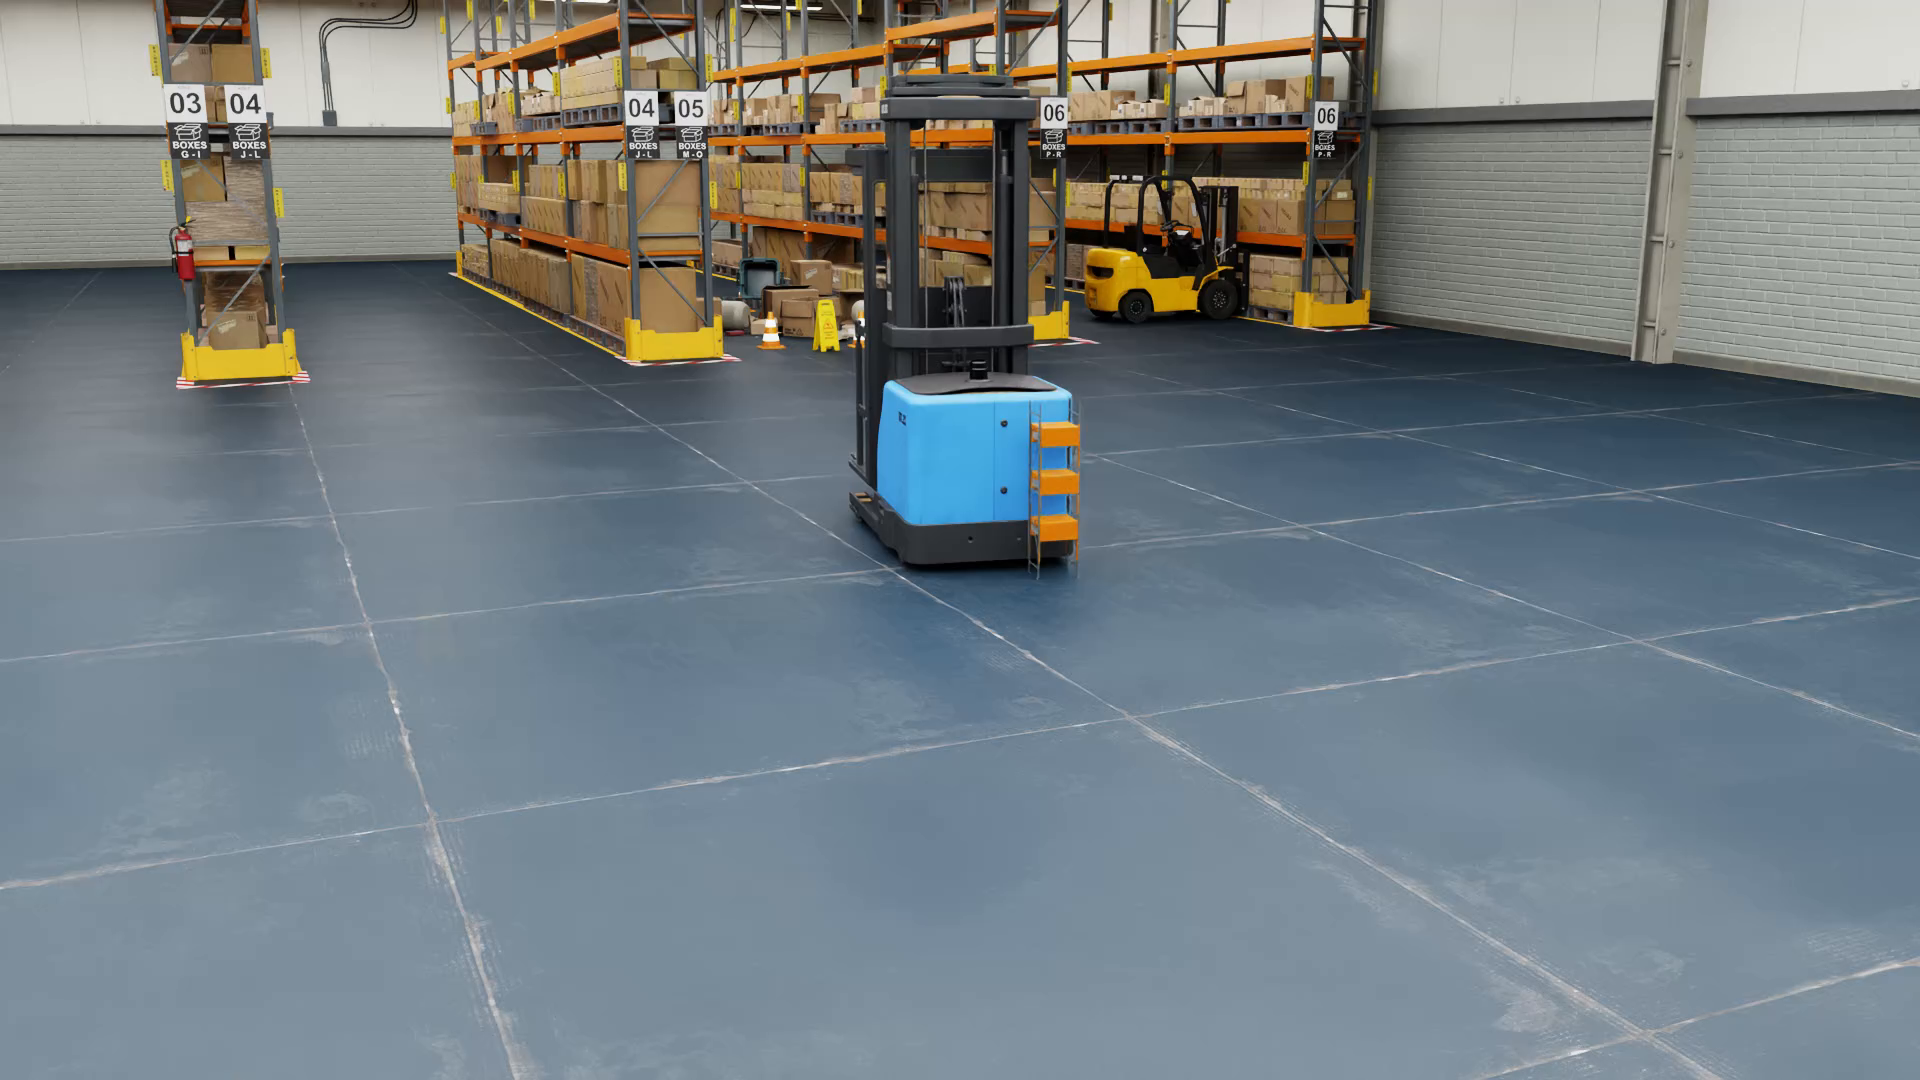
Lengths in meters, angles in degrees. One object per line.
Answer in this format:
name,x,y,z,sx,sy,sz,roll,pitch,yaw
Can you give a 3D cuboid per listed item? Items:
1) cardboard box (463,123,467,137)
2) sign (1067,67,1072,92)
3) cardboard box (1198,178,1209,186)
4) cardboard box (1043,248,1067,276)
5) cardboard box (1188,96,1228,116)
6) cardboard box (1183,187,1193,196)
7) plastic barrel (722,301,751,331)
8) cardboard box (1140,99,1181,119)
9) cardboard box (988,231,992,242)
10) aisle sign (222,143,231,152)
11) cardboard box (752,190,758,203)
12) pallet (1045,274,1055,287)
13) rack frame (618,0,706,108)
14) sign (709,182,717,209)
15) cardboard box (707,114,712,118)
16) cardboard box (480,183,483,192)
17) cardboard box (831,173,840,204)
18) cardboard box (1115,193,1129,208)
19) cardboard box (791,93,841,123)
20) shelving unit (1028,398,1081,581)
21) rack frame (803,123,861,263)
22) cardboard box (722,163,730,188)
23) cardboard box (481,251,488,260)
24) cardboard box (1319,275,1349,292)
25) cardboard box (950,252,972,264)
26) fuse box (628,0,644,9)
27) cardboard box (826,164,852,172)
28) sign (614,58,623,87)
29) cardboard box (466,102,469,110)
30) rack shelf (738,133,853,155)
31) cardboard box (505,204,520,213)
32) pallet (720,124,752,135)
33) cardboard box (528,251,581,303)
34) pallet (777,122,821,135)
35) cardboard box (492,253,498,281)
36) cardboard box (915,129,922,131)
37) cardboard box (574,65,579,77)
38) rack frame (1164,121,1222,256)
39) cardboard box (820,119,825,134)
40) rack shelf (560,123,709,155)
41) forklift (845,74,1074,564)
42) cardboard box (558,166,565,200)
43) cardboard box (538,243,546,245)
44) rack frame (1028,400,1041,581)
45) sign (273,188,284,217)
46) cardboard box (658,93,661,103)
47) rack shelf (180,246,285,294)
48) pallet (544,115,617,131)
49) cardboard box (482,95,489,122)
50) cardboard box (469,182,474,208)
cardboard box,-9.393,-7.993,32.431,0.500,0.250,0.500,-6,14,-23
sign,1.441,-6.141,22.159,0.100,0.325,0.005,-6,14,-23
cardboard box,4.051,-5.737,26.684,0.380,0.149,0.250,-5,14,-22
cardboard box,1.919,-5.361,31.994,0.500,0.500,0.500,-5,14,-21
cardboard box,3.998,-6.957,26.670,0.500,0.311,0.500,-5,14,-22
cardboard box,3.880,-5.702,27.193,0.380,0.149,0.250,-5,14,-22
plastic barrel,-3.294,-3.212,23.809,0.512,0.421,0.421,4,14,16
cardboard box,3.375,-7.279,28.059,0.500,0.311,0.500,-6,14,-25
cardboard box,0.598,-4.140,22.662,0.380,0.149,0.250,-5,14,-21
aisle sign,-14.299,-7.923,32.687,0.394,0.787,0.004,-6,14,-23
cardboard box,-3.711,-6.633,32.099,0.500,0.250,0.500,-5,14,-22
pallet,2.021,-5.105,32.461,1.003,0.211,1.213,-6,14,-23
rack frame,-3.551,-6.659,19.685,1.000,3.000,0.127,-6,14,-23
sign,-3.040,-4.246,20.466,0.100,0.325,0.005,-6,14,-23
cardboard box,-5.203,-9.067,35.920,0.500,0.250,0.500,-7,15,-28
cardboard box,-8.504,-6.408,30.210,0.380,0.149,0.250,-5,14,-21
cardboard box,-1.859,-5.925,28.007,0.500,0.500,0.500,-5,14,-22
cardboard box,3.045,-5.941,29.109,0.500,0.250,0.500,-5,14,-22
cardboard box,-2.550,-7.638,29.405,0.797,0.503,0.637,-7,15,-26
shelving unit,0.556,-0.300,9.836,0.252,1.050,0.215,-4,14,-15
rack frame,-2.261,-5.857,29.525,1.000,3.000,0.127,-6,14,-23
cardboard box,-4.501,-7.398,33.741,0.500,0.500,0.500,-6,14,-24
cardboard box,-8.984,-5.471,31.929,0.380,0.149,0.250,-6,14,-23
cardboard box,5.492,-3.878,25.031,0.500,0.250,0.500,-5,14,-22
cardboard box,0.078,-4.015,23.629,0.380,0.149,0.250,-5,14,-22
fuse box,-7.967,-13.126,40.531,0.513,0.334,0.176,-6,14,-23
cardboard box,-2.234,-6.517,29.937,0.500,0.500,0.500,-6,14,-25
sign,-4.054,-5.544,19.733,0.100,0.325,0.005,-6,14,-23
cardboard box,-9.276,-8.347,31.968,0.380,0.149,0.250,-6,14,-23
rack shelf,-3.062,-7.381,31.053,1.077,0.370,4.000,-6,14,-23
cardboard box,-7.375,-5.532,27.745,0.380,0.149,0.250,-5,14,-22
pallet,-4.181,-8.272,33.502,1.003,0.211,1.213,-6,14,-23
cardboard box,-6.241,-4.184,26.352,1.050,0.750,0.750,-5,14,-22
pallet,-2.567,-7.355,29.762,1.213,0.211,1.003,-5,14,-20
cardboard box,-8.305,-5.026,30.545,0.500,0.500,0.500,-5,14,-21
cardboard box,-0.440,-6.128,24.598,0.380,0.149,0.250,-5,14,-21
cardboard box,-4.909,-6.227,22.107,0.380,0.149,0.250,-5,14,-22
rack frame,3.888,-5.480,27.895,1.000,3.000,0.127,-6,14,-23
cardboard box,-2.188,-7.120,28.627,0.396,0.266,0.258,-6,14,-23
rack shelf,-4.352,-5.261,21.890,1.077,0.370,4.000,-6,14,-23
forklift,-0.147,-1.566,11.136,1.130,2.935,3.031,-3,13,-13
cardboard box,-5.566,-5.307,24.708,0.700,0.500,0.500,-6,14,-24
cardboard box,-7.013,-5.011,28.816,0.500,0.250,0.500,-6,14,-24
rack frame,0.438,-0.292,9.804,0.008,1.050,0.200,-4,14,-15
sign,-7.639,-3.780,18.631,0.100,0.325,0.005,-6,14,-23
cardboard box,-3.597,-5.533,20.875,0.380,0.149,0.250,-6,14,-23
rack shelf,-8.937,-3.372,20.383,1.077,0.370,4.000,-6,14,-23
pallet,-5.566,-6.116,24.415,0.805,0.209,1.217,-6,14,-25
cardboard box,-8.307,-7.842,30.296,0.700,0.500,0.500,-6,14,-23
cardboard box,-9.216,-6.694,32.259,0.500,0.500,0.500,-6,14,-23
